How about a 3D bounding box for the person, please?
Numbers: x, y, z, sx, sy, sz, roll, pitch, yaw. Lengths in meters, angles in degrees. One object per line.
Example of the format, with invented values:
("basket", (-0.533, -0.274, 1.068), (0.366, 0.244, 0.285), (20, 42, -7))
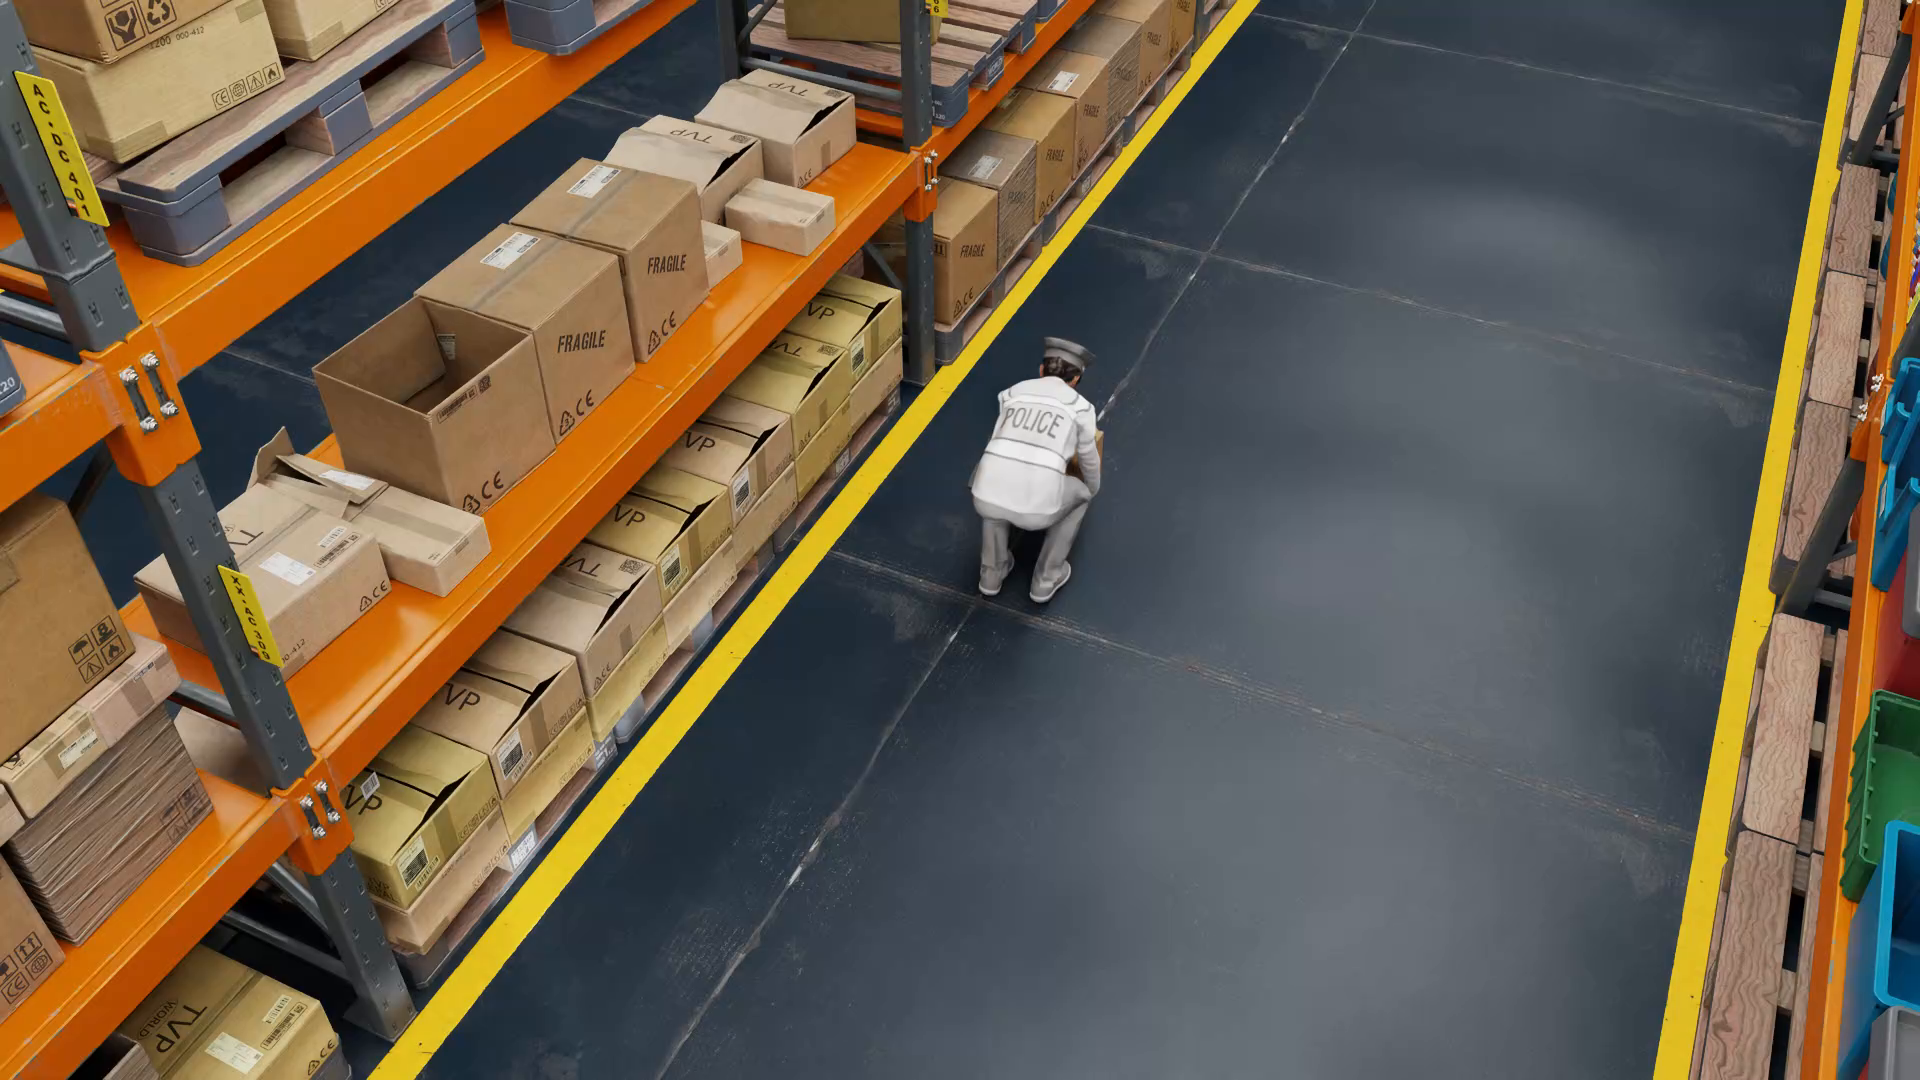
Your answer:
("person", (0.327, -0.272, 6.969), (0.462, 0.983, 0.911), (15, 44, 16))
